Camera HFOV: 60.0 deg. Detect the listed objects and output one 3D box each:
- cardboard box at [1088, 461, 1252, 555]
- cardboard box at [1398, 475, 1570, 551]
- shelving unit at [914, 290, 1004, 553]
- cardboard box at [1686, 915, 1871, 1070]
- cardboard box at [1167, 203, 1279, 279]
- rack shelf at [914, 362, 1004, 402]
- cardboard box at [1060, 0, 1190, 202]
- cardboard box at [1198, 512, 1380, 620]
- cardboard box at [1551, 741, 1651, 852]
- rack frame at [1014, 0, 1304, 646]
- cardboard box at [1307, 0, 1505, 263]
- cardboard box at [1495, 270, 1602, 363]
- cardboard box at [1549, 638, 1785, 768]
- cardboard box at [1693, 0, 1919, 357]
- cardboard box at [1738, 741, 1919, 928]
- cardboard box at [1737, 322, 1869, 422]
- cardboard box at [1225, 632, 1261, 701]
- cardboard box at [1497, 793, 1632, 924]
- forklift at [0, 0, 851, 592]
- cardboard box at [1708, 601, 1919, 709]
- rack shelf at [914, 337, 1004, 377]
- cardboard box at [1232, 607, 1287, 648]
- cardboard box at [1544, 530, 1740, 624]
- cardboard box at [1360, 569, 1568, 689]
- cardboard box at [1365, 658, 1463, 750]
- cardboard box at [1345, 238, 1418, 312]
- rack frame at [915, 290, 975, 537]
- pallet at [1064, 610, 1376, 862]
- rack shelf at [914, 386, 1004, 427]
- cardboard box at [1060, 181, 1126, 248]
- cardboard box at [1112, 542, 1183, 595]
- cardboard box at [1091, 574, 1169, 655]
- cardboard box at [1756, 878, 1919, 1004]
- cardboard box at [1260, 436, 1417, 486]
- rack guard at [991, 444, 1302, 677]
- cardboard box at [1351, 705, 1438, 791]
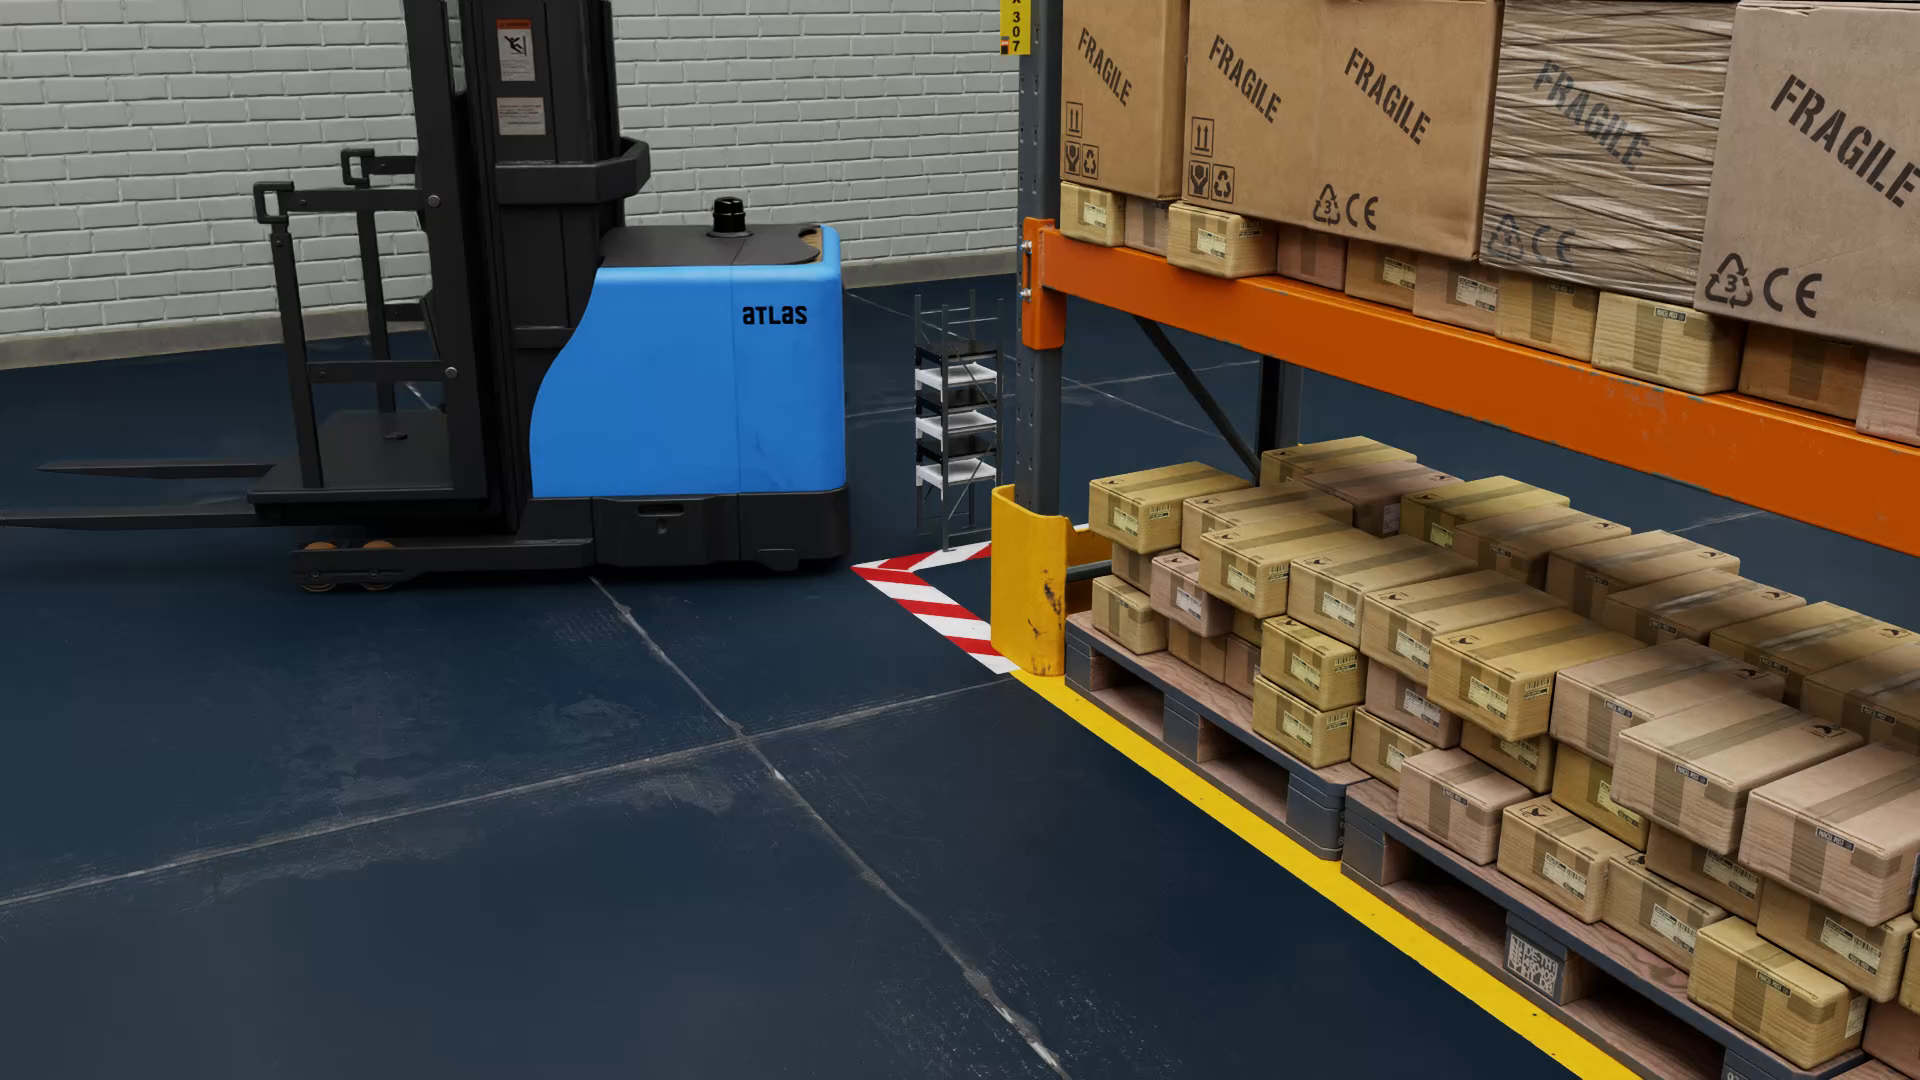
[{"bbox_3d":[0.582,-0.093,4.617,0.380,0.149,0.250,-11,22,-29],"label":"cardboard box"},{"bbox_3d":[1.410,-0.048,4.485,0.380,0.149,0.250,-11,22,-28],"label":"cardboard box"},{"bbox_3d":[-0.004,-0.428,5.992,0.258,0.900,0.210,-10,21,-27],"label":"shelving unit"},{"bbox_3d":[1.554,0.777,3.009,0.380,0.149,0.250,-10,21,-27],"label":"cardboard box"},{"bbox_3d":[0.736,-0.749,4.089,0.380,0.149,0.250,-11,22,-28],"label":"cardboard box"},{"bbox_3d":[-0.004,-0.566,5.944,0.258,0.077,0.200,-10,21,-27],"label":"rack shelf"},{"bbox_3d":[0.602,-1.180,4.344,0.500,0.500,0.500,-9,21,-24],"label":"cardboard box"},{"bbox_3d":[0.826,0.060,4.174,0.380,0.149,0.250,-10,21,-27],"label":"cardboard box"},{"bbox_3d":[1.450,0.481,3.409,0.380,0.149,0.250,-9,21,-24],"label":"cardboard box"},{"bbox_3d":[0.632,-1.164,4.906,1.000,3.000,0.127,-10,21,-27],"label":"rack frame"},{"bbox_3d":[1.100,-0.888,3.496,0.500,0.500,0.500,-10,21,-26],"label":"cardboard box"},{"bbox_3d":[1.283,-0.461,3.255,0.380,0.149,0.250,-9,21,-25],"label":"cardboard box"},{"bbox_3d":[1.428,0.339,3.365,0.380,0.149,0.250,-10,21,-27],"label":"cardboard box"},{"bbox_3d":[1.573,-0.591,2.636,0.500,0.500,0.500,-10,21,-27],"label":"cardboard box"},{"bbox_3d":[1.588,0.503,2.890,0.380,0.149,0.250,-11,22,-29],"label":"cardboard box"},{"bbox_3d":[1.567,-0.318,2.840,0.380,0.149,0.250,-10,22,-27],"label":"cardboard box"},{"bbox_3d":[0.920,0.318,4.338,0.380,0.149,0.250,-10,21,-26],"label":"cardboard box"},{"bbox_3d":[1.346,0.627,3.442,0.380,0.149,0.250,-10,21,-27],"label":"cardboard box"},{"bbox_3d":[-1.924,-1.388,5.661,3.031,2.935,1.130,-1,19,-4],"label":"forklift"},{"bbox_3d":[1.831,0.269,3.569,0.380,0.149,0.250,-10,21,-26],"label":"cardboard box"},{"bbox_3d":[-0.004,-0.652,5.914,0.258,0.077,0.200,-10,21,-27],"label":"rack shelf"},{"bbox_3d":[0.930,0.179,4.286,0.380,0.149,0.250,-10,21,-26],"label":"cardboard box"},{"bbox_3d":[1.654,0.105,4.043,0.380,0.149,0.250,-9,21,-25],"label":"cardboard box"},{"bbox_3d":[1.140,0.199,3.770,0.380,0.149,0.250,-9,21,-25],"label":"cardboard box"},{"bbox_3d":[1.165,0.331,3.845,0.380,0.149,0.250,-11,22,-29],"label":"cardboard box"},{"bbox_3d":[1.086,-0.614,3.698,0.380,0.149,0.250,-10,22,-27],"label":"cardboard box"},{"bbox_3d":[-0.052,-0.457,6.076,0.240,0.900,0.006,-10,21,-27],"label":"rack frame"},{"bbox_3d":[1.023,0.415,4.606,1.003,0.211,1.213,-10,21,-27],"label":"pallet"},{"bbox_3d":[-0.004,-0.481,5.973,0.258,0.077,0.200,-10,21,-27],"label":"rack shelf"},{"bbox_3d":[0.498,-0.901,4.530,0.380,0.149,0.250,-10,21,-27],"label":"cardboard box"},{"bbox_3d":[0.655,0.035,4.703,0.380,0.149,0.250,-9,21,-24],"label":"cardboard box"},{"bbox_3d":[0.599,0.185,4.723,0.380,0.149,0.250,-10,21,-26],"label":"cardboard box"},{"bbox_3d":[1.649,0.644,2.936,0.380,0.149,0.250,-9,21,-25],"label":"cardboard box"},{"bbox_3d":[1.107,-0.183,4.879,0.380,0.149,0.250,-10,21,-26],"label":"cardboard box"},{"bbox_3d":[0.668,0.040,5.250,1.175,0.500,0.348,-10,21,-27],"label":"rack guard"},{"bbox_3d":[1.150,0.467,3.907,0.380,0.149,0.250,-10,21,-27],"label":"cardboard box"}]
